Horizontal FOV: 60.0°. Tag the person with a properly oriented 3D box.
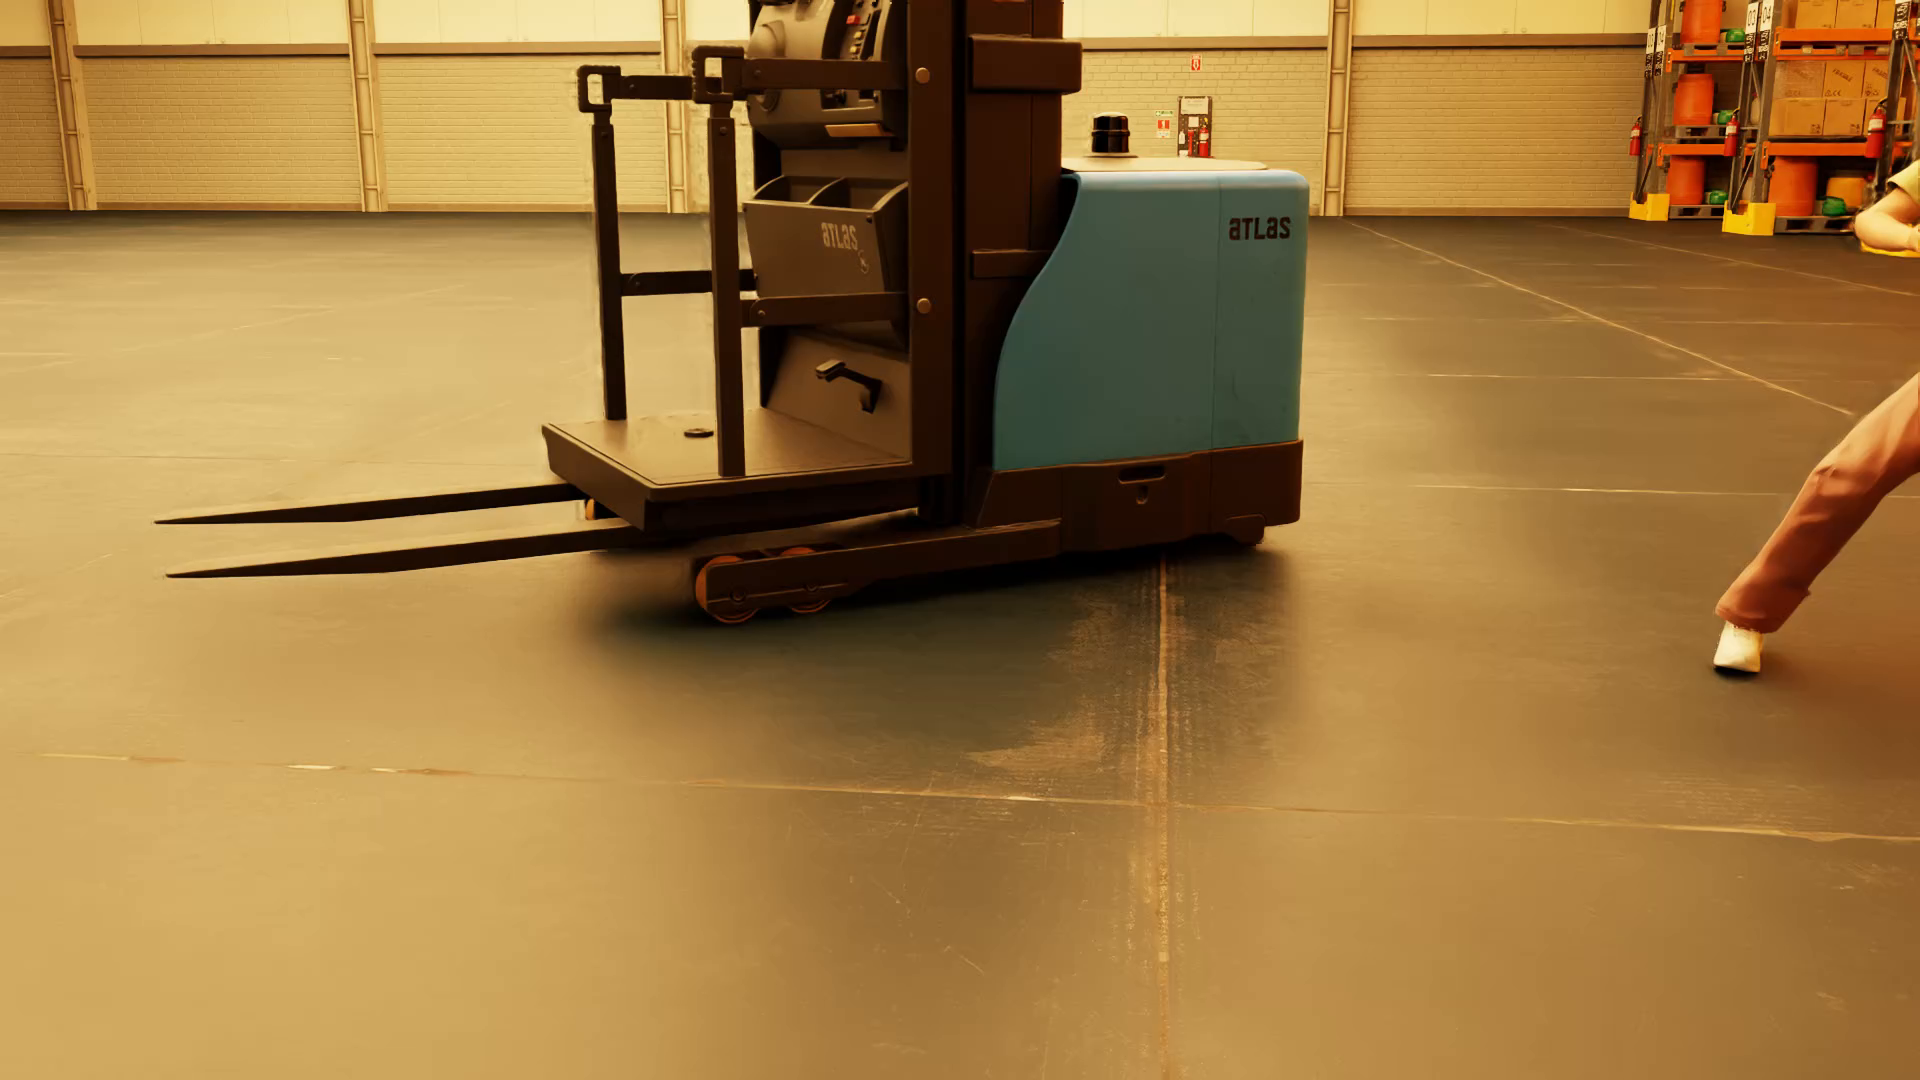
[{"bbox_3d":[2.228,-0.383,3.404,1.121,1.448,0.620,11,17,40],"label":"person"}]

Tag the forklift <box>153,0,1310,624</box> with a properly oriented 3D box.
[{"bbox_3d":[-0.547,-1.359,4.323,3.031,2.935,1.130,-7,15,-27],"label":"forklift"}]
